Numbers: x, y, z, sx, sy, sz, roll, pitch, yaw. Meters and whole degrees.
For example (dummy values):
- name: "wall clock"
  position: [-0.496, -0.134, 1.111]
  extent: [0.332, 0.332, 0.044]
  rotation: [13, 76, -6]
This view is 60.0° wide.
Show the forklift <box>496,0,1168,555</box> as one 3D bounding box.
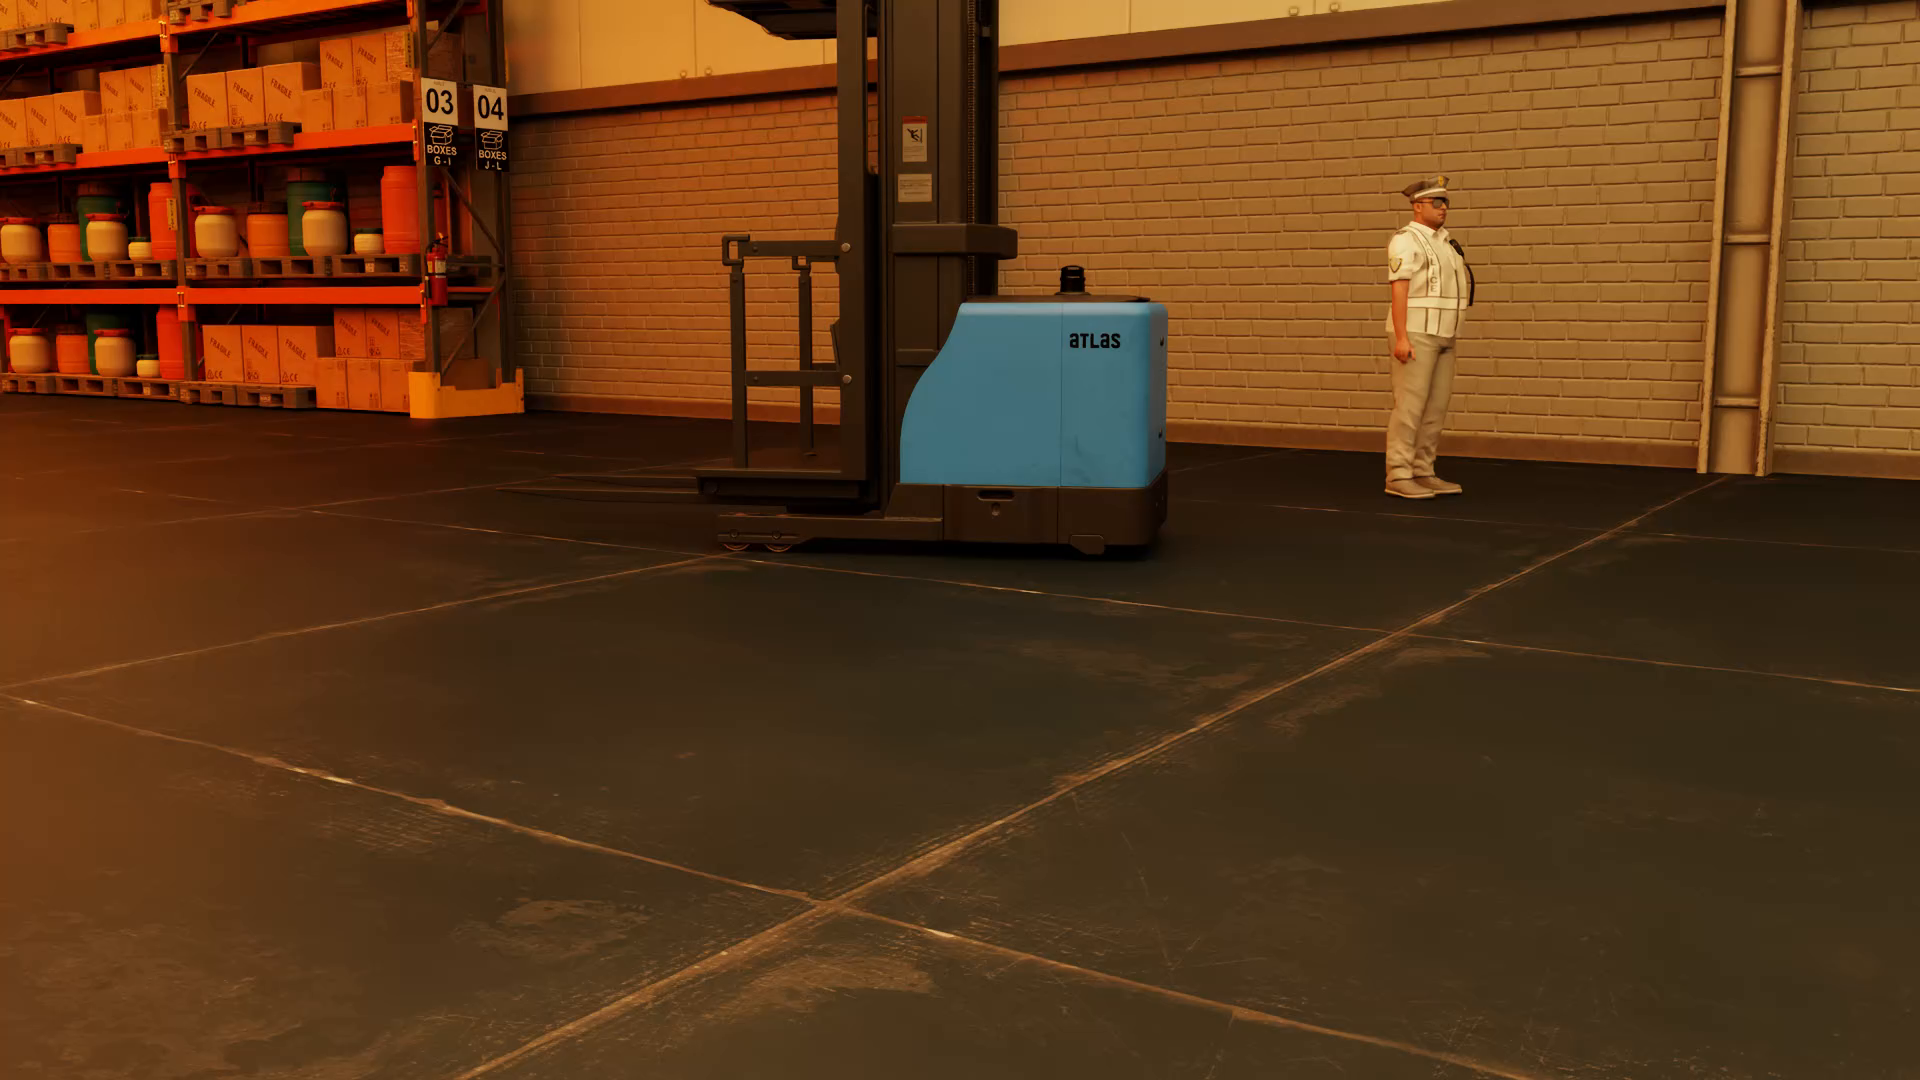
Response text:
- name: "forklift"
  position: [-0.596, -1.469, 7.520]
  extent: [3.031, 2.935, 1.130]
  rotation: [2, 8, 12]

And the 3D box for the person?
- name: "person"
  position: [2.604, -1.134, 9.292]
  extent: [0.526, 1.773, 0.396]
  rotation: [-8, 11, -44]
